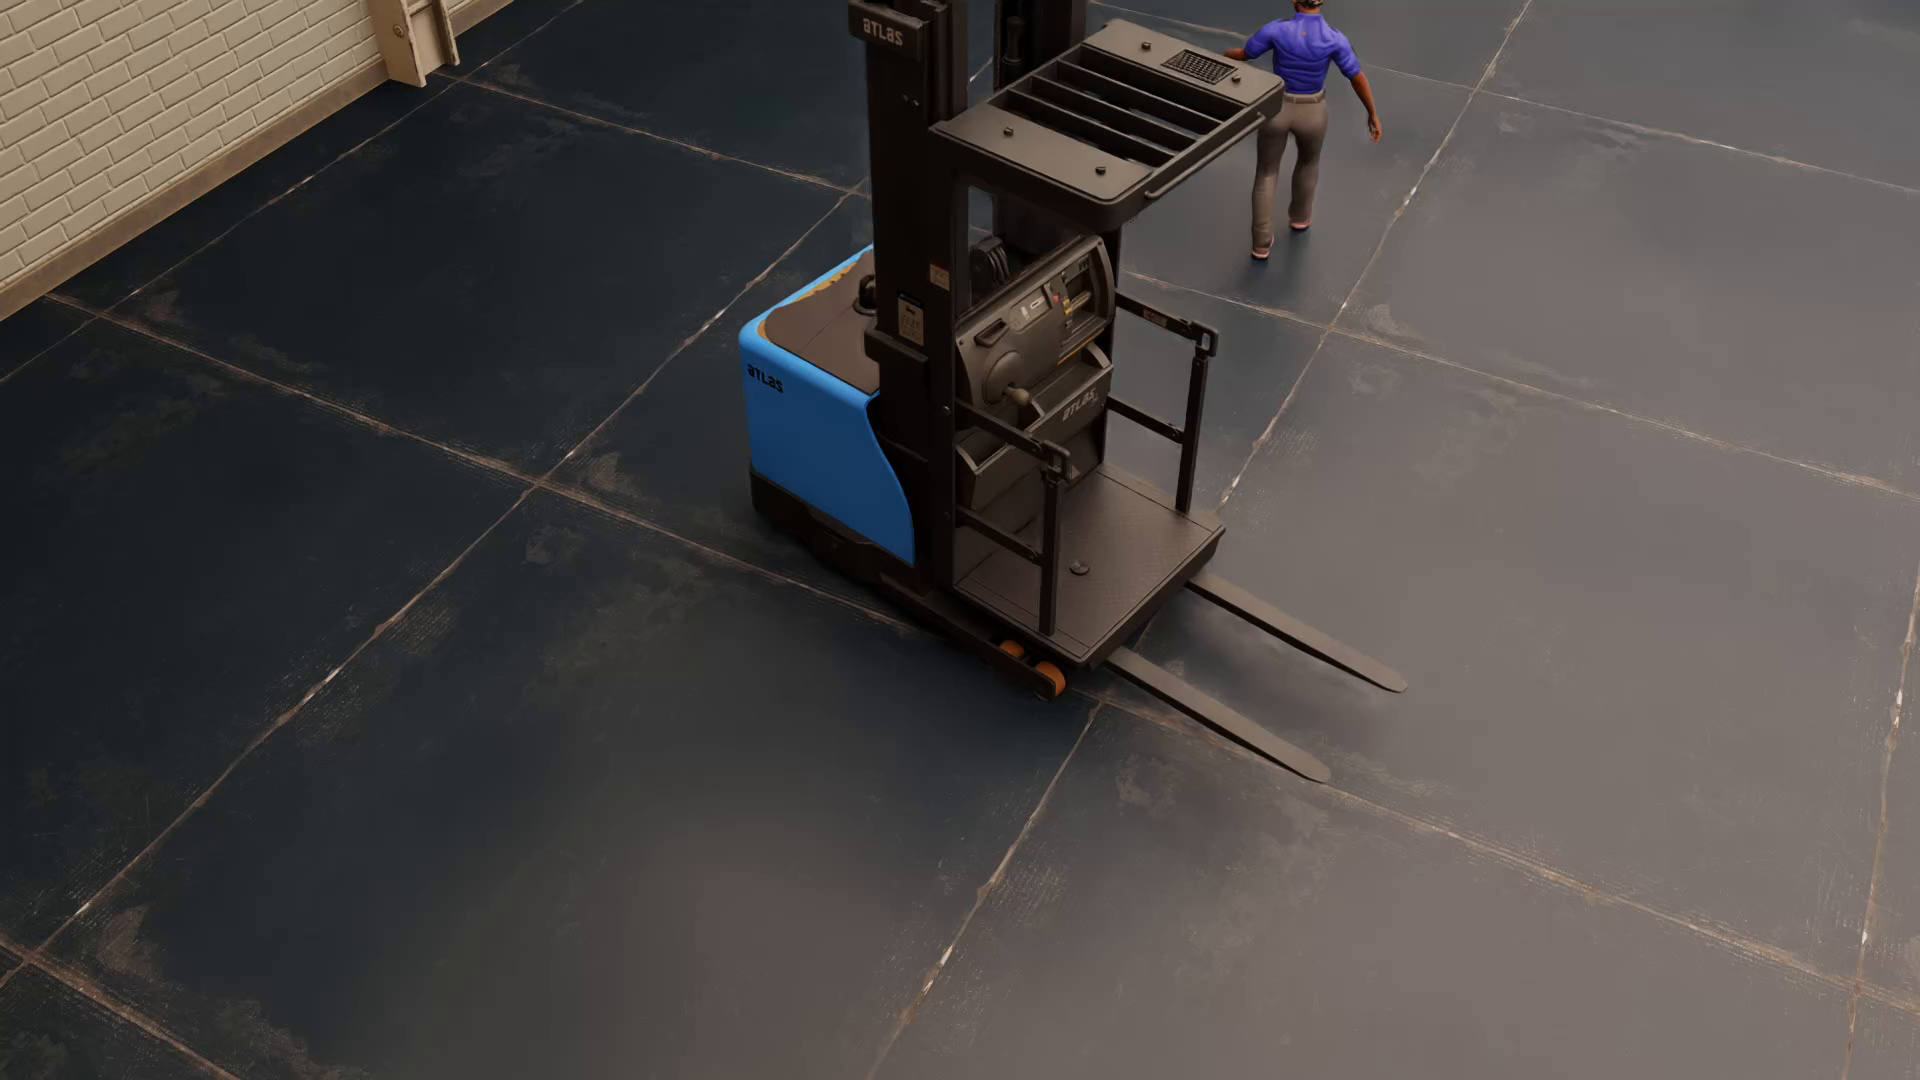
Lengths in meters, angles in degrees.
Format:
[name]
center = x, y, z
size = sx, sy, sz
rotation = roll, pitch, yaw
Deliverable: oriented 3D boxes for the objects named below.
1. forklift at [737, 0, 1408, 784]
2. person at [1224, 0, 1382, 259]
[forklift]
center = 0.470, -0.800, 6.503
size = 3.031, 2.935, 1.130
rotation = 30, 51, 28
[person]
center = 1.860, -2.351, 9.137
size = 0.915, 1.676, 0.614
rotation = 9, 44, 10
